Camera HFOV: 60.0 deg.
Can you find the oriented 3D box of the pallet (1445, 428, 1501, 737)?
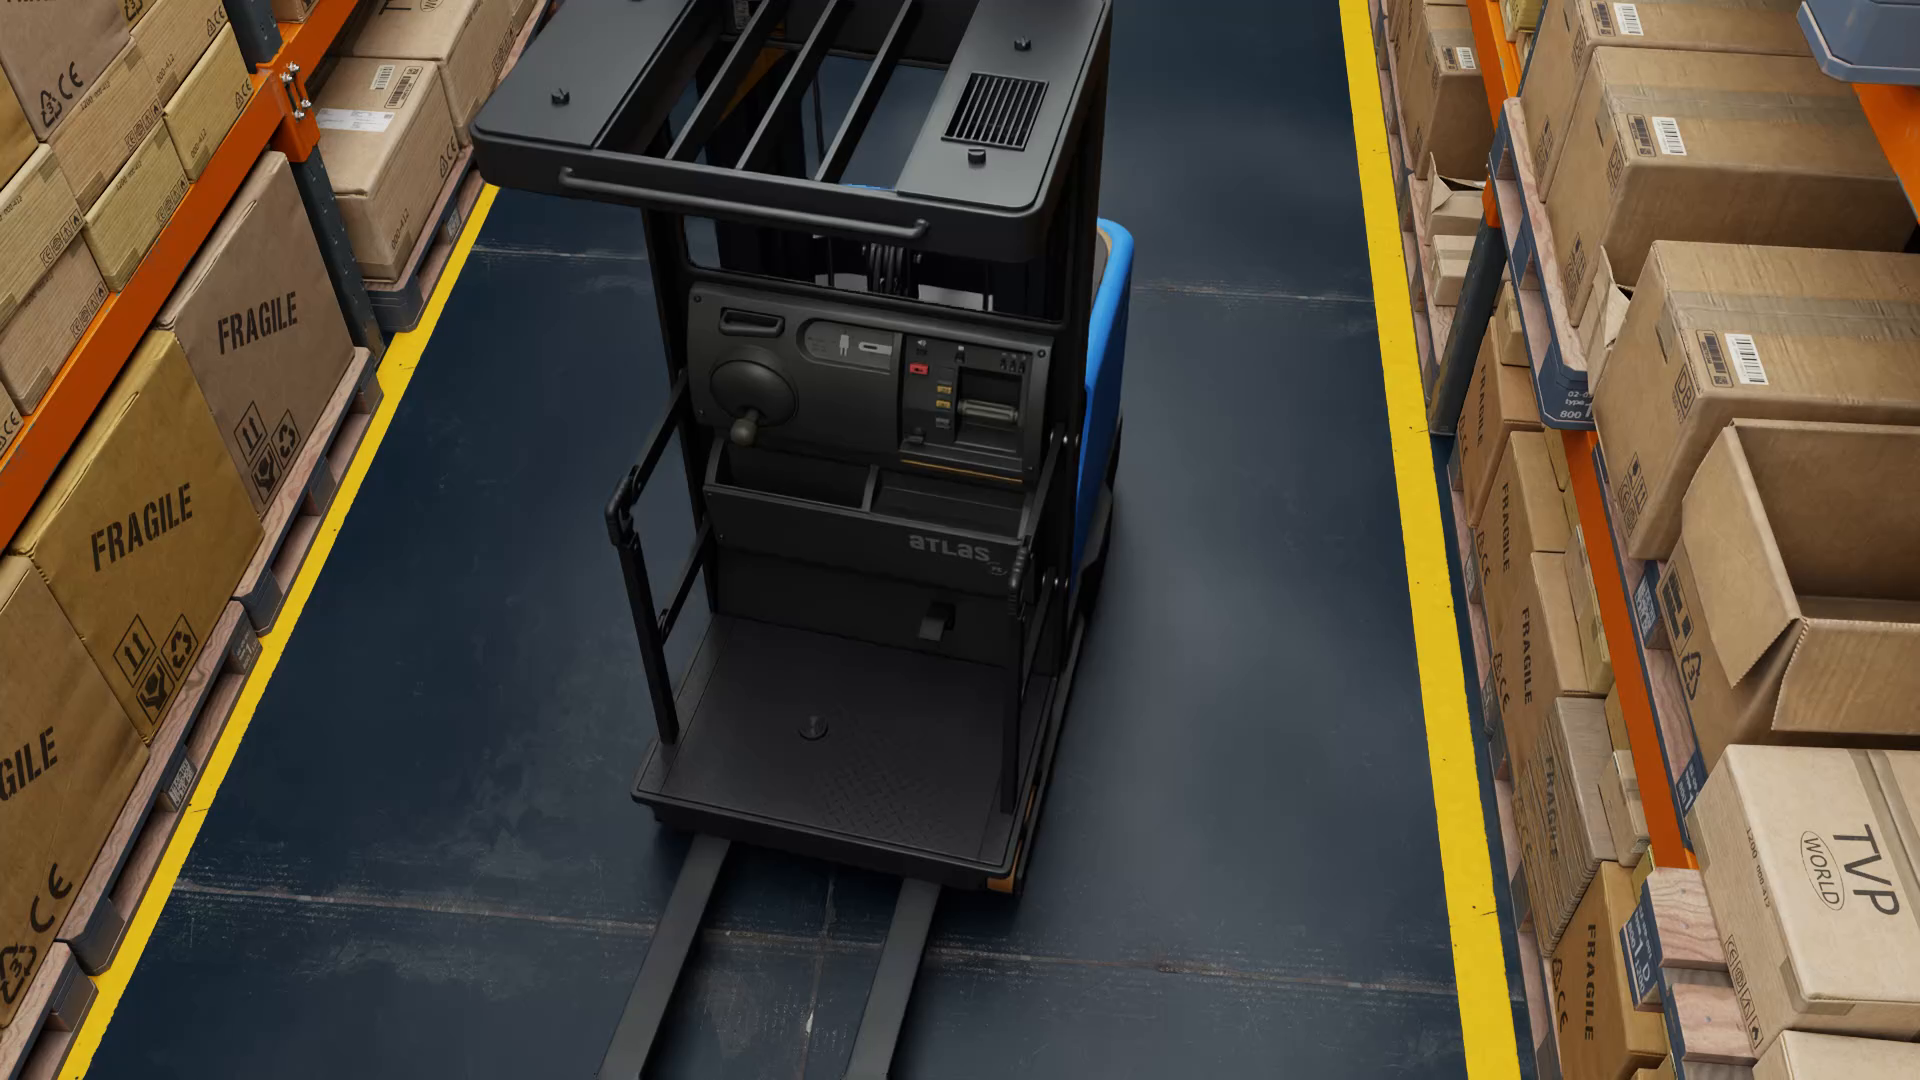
[{"bbox_3d":[2.189,0.135,5.484,1.003,0.211,1.213,4,48,4],"label":"pallet"}]

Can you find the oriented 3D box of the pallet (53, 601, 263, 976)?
[{"bbox_3d":[-2.822,0.674,4.990,1.003,0.211,1.213,4,48,4],"label":"pallet"}]

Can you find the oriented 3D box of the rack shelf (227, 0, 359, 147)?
[{"bbox_3d":[-2.536,-2.965,6.916,1.077,0.370,4.000,4,48,4],"label":"rack shelf"}]

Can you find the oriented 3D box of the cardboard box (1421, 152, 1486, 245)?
[{"bbox_3d":[2.016,-1.317,6.490,0.396,0.266,0.258,5,48,5],"label":"cardboard box"}]

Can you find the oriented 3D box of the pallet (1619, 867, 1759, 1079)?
[{"bbox_3d":[1.853,1.094,2.846,1.213,0.211,1.003,4,48,4],"label":"pallet"}]

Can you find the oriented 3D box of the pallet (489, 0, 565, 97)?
[{"bbox_3d":[-2.462,-2.249,7.664,1.003,0.211,1.213,4,48,4],"label":"pallet"}]

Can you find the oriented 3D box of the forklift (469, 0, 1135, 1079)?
[{"bbox_3d":[-0.284,-0.289,4.028,1.130,2.935,3.031,10,48,9],"label":"forklift"}]

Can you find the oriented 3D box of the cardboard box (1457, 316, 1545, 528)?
[{"bbox_3d":[1.957,-0.365,5.460,0.500,0.500,0.500,6,48,5],"label":"cardboard box"}]

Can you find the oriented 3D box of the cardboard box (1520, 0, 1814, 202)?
[{"bbox_3d":[1.959,-1.242,4.501,0.700,0.500,0.500,5,48,5],"label":"cardboard box"}]

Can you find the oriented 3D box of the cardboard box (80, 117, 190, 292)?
[{"bbox_3d":[-2.555,-0.967,4.703,0.500,0.250,0.500,3,48,3],"label":"cardboard box"}]

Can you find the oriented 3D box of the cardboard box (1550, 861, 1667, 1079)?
[{"bbox_3d":[1.786,1.157,4.068,0.500,0.500,0.500,6,48,5],"label":"cardboard box"}]

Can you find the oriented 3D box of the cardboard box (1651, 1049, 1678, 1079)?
[{"bbox_3d":[1.716,1.242,3.551,0.380,0.149,0.250,2,48,2],"label":"cardboard box"}]

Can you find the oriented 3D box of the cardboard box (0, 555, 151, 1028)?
[{"bbox_3d":[-2.851,0.620,4.306,0.875,0.875,0.875,4,48,4],"label":"cardboard box"}]

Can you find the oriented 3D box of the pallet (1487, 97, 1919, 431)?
[{"bbox_3d":[2.044,-0.762,4.544,1.003,0.211,1.213,4,48,4],"label":"pallet"}]

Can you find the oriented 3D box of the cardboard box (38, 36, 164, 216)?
[{"bbox_3d":[-2.554,-1.148,4.530,0.500,0.250,0.500,5,48,4],"label":"cardboard box"}]

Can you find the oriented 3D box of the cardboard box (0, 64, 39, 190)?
[{"bbox_3d":[-2.614,-1.012,3.897,0.500,0.500,0.500,5,48,5],"label":"cardboard box"}]

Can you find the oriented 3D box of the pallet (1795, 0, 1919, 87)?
[{"bbox_3d":[2.005,-1.119,2.835,1.213,0.211,1.003,4,48,4],"label":"pallet"}]

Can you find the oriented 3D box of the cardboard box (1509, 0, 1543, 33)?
[{"bbox_3d":[2.029,-1.847,5.307,0.500,0.250,0.500,5,48,5],"label":"cardboard box"}]

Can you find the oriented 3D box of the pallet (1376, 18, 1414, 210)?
[{"bbox_3d":[2.398,-1.869,7.317,1.003,0.211,1.213,4,48,4],"label":"pallet"}]

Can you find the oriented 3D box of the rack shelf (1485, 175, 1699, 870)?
[{"bbox_3d":[2.043,0.306,3.925,1.077,0.370,4.000,4,48,4],"label":"rack shelf"}]

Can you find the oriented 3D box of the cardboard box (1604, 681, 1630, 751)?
[{"bbox_3d":[1.876,0.486,4.243,0.380,0.149,0.250,4,48,4],"label":"cardboard box"}]

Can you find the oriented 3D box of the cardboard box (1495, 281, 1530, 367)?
[{"bbox_3d":[1.928,-0.678,5.307,0.380,0.149,0.250,6,48,5],"label":"cardboard box"}]

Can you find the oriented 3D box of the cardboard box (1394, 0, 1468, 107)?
[{"bbox_3d":[2.175,-2.194,7.133,0.500,0.500,0.500,5,48,4],"label":"cardboard box"}]

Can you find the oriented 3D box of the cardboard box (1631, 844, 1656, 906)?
[{"bbox_3d":[1.807,0.868,3.893,0.380,0.149,0.250,3,48,3],"label":"cardboard box"}]

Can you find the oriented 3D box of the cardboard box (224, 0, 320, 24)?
[{"bbox_3d":[-2.414,-2.099,5.569,0.500,0.500,0.500,5,48,5],"label":"cardboard box"}]

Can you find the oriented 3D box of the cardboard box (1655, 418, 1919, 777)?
[{"bbox_3d":[1.825,0.144,3.231,0.797,0.503,0.637,3,48,3],"label":"cardboard box"}]

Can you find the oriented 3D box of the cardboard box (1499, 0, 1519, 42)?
[{"bbox_3d":[2.005,-1.766,5.503,0.380,0.149,0.250,5,48,5],"label":"cardboard box"}]

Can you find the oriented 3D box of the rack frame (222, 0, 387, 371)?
[{"bbox_3d":[-2.718,-1.738,5.307,1.000,3.000,0.127,4,48,4],"label":"rack frame"}]

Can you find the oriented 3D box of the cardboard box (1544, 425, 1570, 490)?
[{"bbox_3d":[1.968,-0.280,4.943,0.380,0.149,0.250,2,48,2],"label":"cardboard box"}]

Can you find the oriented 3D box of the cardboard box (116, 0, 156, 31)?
[{"bbox_3d":[-2.509,-1.764,4.585,0.500,0.500,0.500,5,48,5],"label":"cardboard box"}]

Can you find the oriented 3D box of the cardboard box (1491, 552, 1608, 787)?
[{"bbox_3d":[1.869,0.394,4.766,0.500,0.500,0.500,3,48,2],"label":"cardboard box"}]

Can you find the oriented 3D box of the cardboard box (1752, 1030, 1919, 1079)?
[{"bbox_3d":[1.539,0.967,2.718,0.380,0.149,0.250,5,48,4],"label":"cardboard box"}]

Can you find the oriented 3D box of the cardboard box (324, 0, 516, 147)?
[{"bbox_3d":[-2.473,-2.127,7.114,0.875,0.438,0.875,3,48,2],"label":"cardboard box"}]

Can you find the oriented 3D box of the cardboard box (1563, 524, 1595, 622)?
[{"bbox_3d":[1.896,0.103,4.592,0.380,0.149,0.250,4,48,3],"label":"cardboard box"}]

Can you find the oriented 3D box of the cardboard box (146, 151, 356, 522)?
[{"bbox_3d":[-2.695,-0.702,5.514,0.875,0.875,0.875,5,48,5],"label":"cardboard box"}]

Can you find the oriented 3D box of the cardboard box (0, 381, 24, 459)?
[{"bbox_3d":[-2.663,-0.217,4.017,0.500,0.250,0.500,4,48,4],"label":"cardboard box"}]

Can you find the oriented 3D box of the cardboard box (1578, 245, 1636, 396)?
[{"bbox_3d":[1.717,-0.508,3.988,0.396,0.266,0.258,6,48,5],"label":"cardboard box"}]
